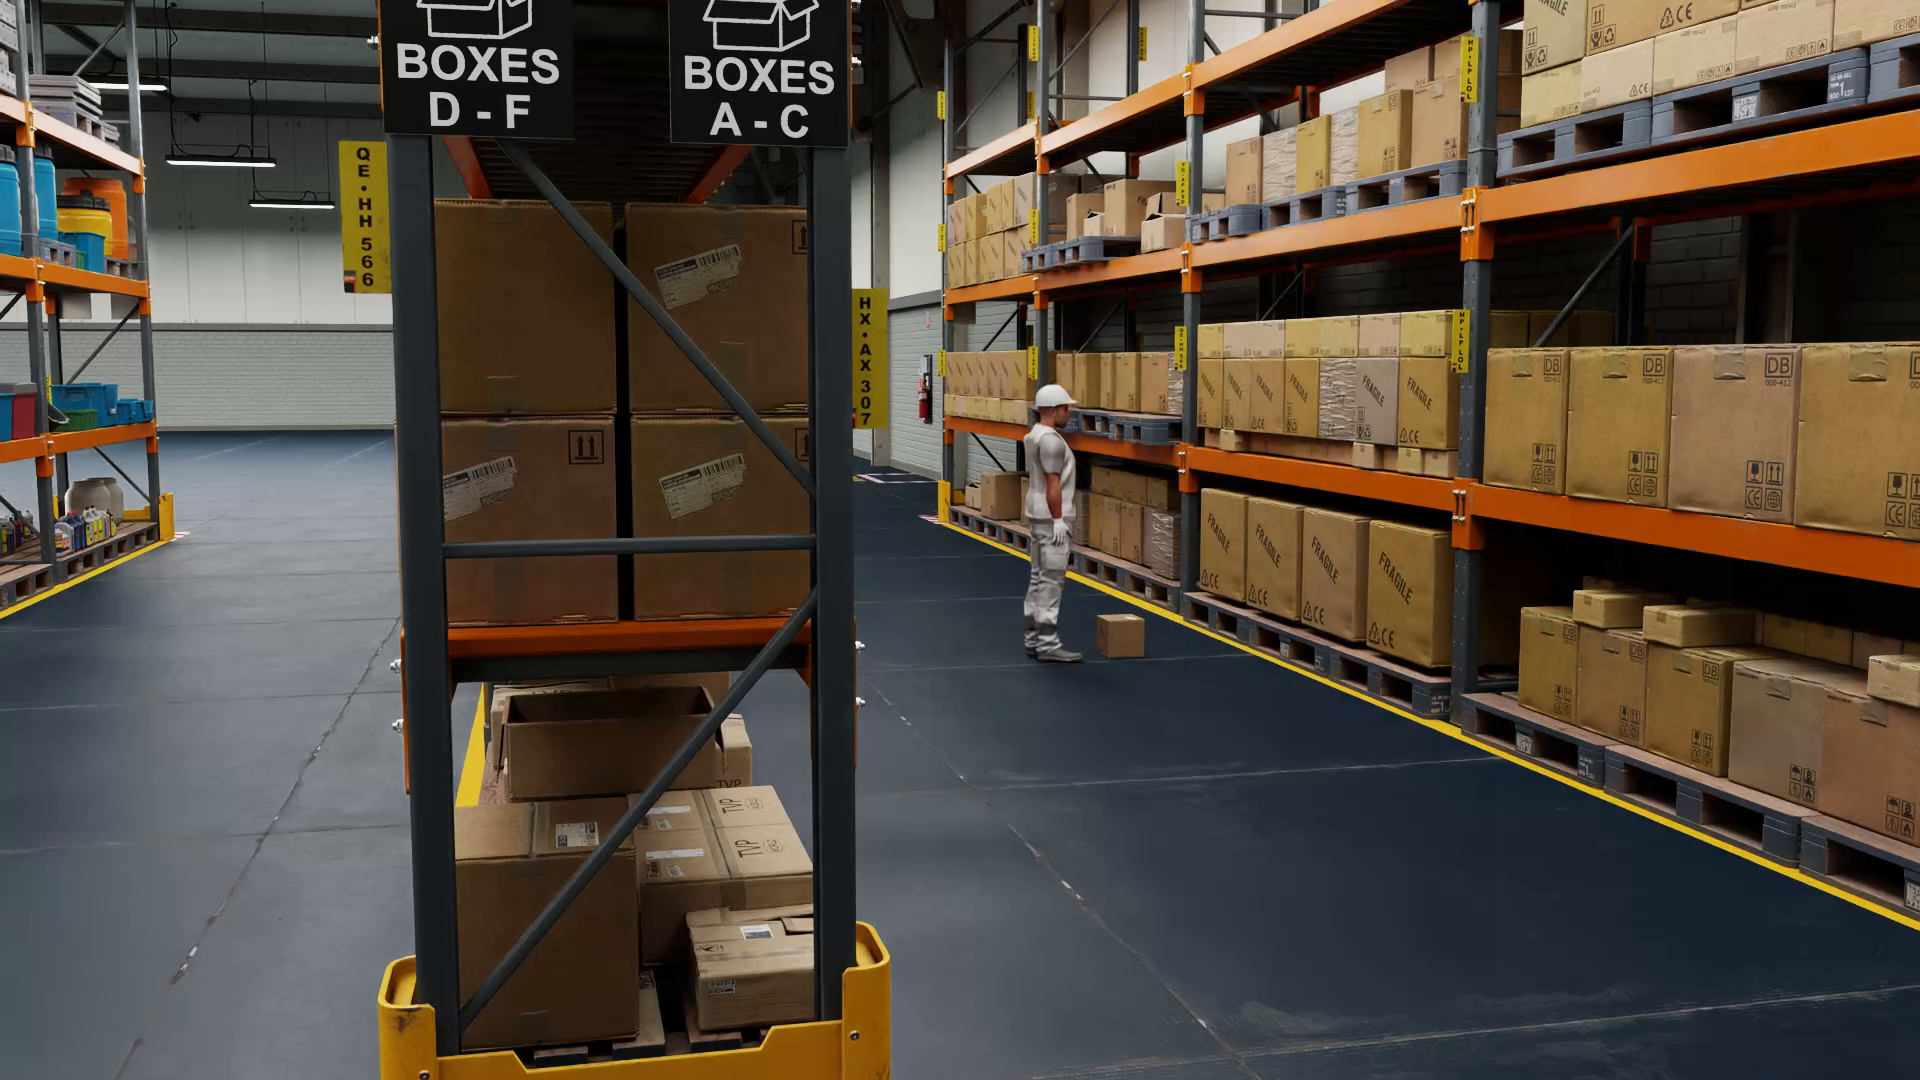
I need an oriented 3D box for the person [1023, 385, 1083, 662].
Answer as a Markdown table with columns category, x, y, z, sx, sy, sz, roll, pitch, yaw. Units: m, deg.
| category | x | y | z | sx | sy | sz | roll | pitch | yaw |
| --- | --- | --- | --- | --- | --- | --- | --- | --- | --- |
| person | 0.598 | -0.117 | 10.876 | 0.337 | 1.790 | 0.536 | -1 | 6 | -12 |
